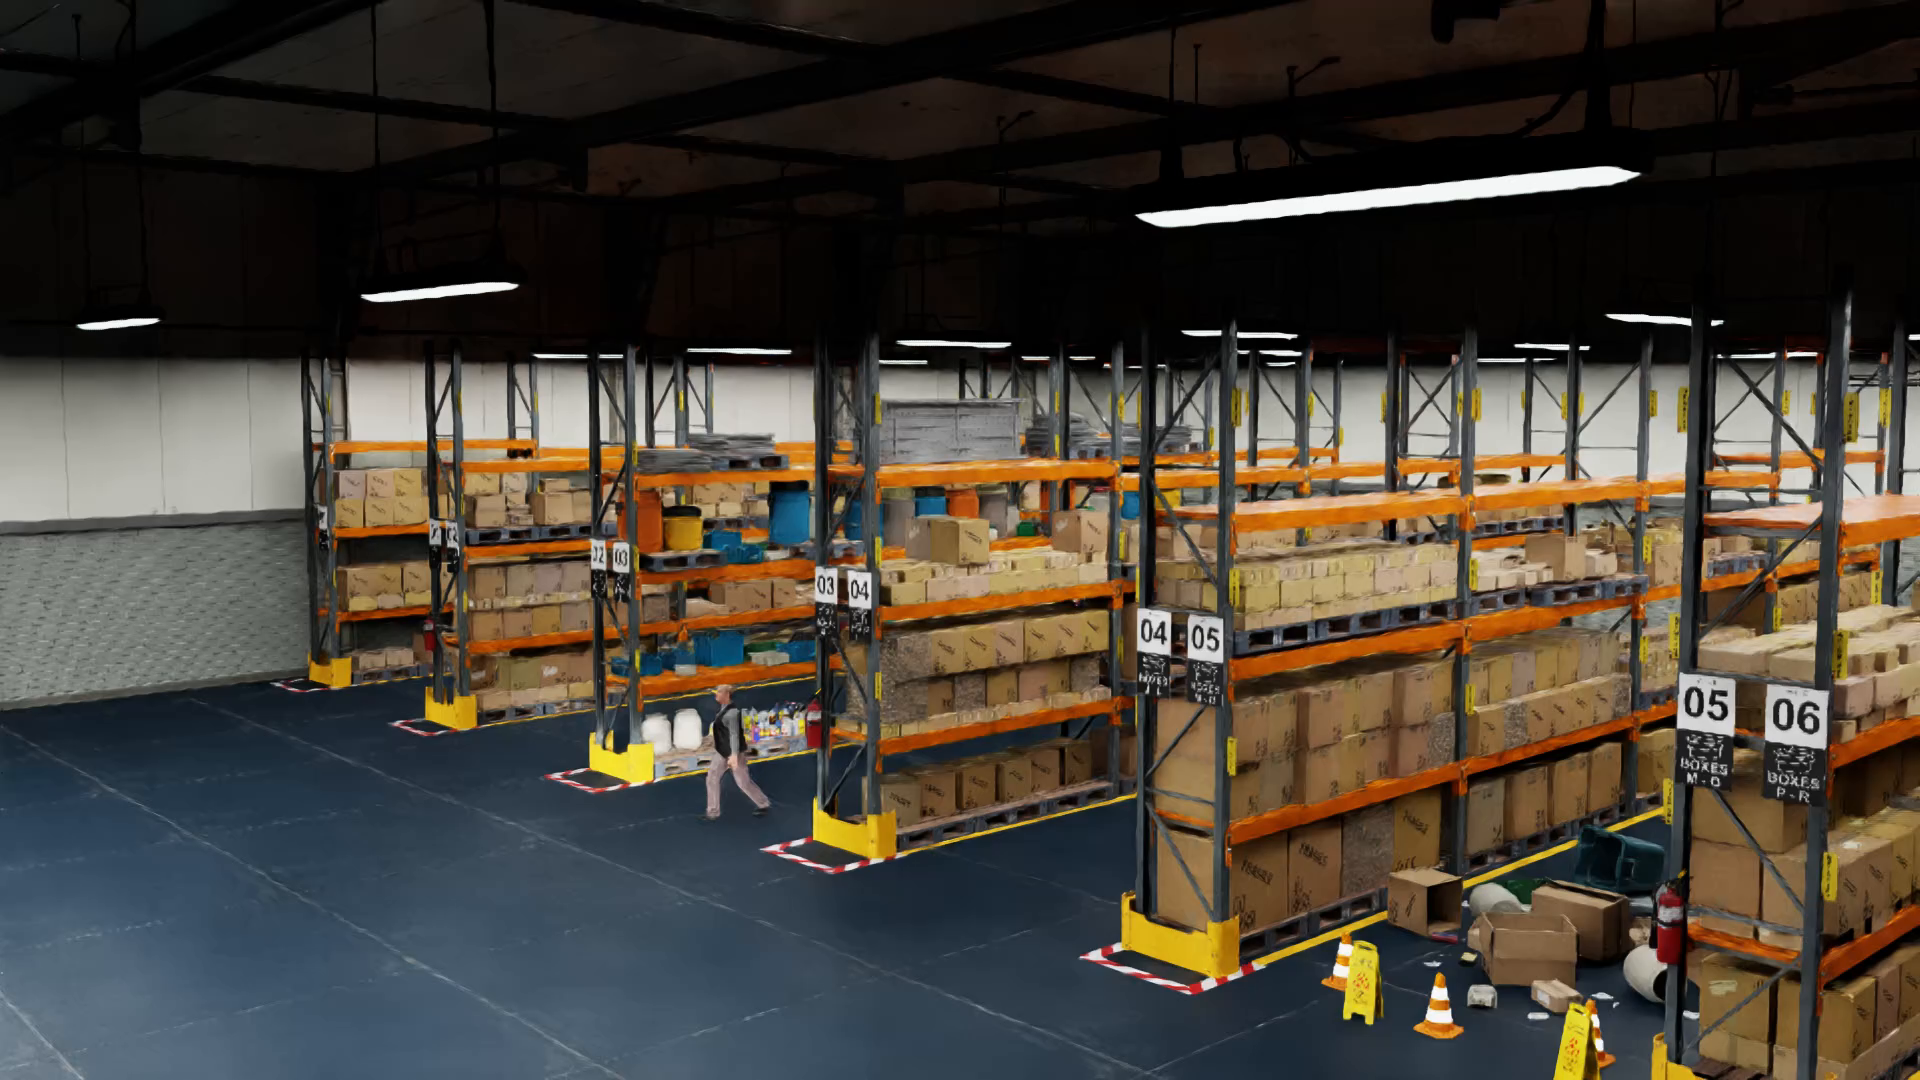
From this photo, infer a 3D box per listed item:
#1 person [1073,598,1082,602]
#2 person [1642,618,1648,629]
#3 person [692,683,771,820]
[{"bbox_3d":[2.280,1.554,31.357,1.126,1.675,0.542,-4,7,-40],"label":"person"},{"bbox_3d":[10.856,2.018,26.561,0.422,1.601,0.499,3,6,30],"label":"person"},{"bbox_3d":[-2.742,2.565,20.092,0.925,1.679,0.558,-3,6,-27],"label":"person"}]
